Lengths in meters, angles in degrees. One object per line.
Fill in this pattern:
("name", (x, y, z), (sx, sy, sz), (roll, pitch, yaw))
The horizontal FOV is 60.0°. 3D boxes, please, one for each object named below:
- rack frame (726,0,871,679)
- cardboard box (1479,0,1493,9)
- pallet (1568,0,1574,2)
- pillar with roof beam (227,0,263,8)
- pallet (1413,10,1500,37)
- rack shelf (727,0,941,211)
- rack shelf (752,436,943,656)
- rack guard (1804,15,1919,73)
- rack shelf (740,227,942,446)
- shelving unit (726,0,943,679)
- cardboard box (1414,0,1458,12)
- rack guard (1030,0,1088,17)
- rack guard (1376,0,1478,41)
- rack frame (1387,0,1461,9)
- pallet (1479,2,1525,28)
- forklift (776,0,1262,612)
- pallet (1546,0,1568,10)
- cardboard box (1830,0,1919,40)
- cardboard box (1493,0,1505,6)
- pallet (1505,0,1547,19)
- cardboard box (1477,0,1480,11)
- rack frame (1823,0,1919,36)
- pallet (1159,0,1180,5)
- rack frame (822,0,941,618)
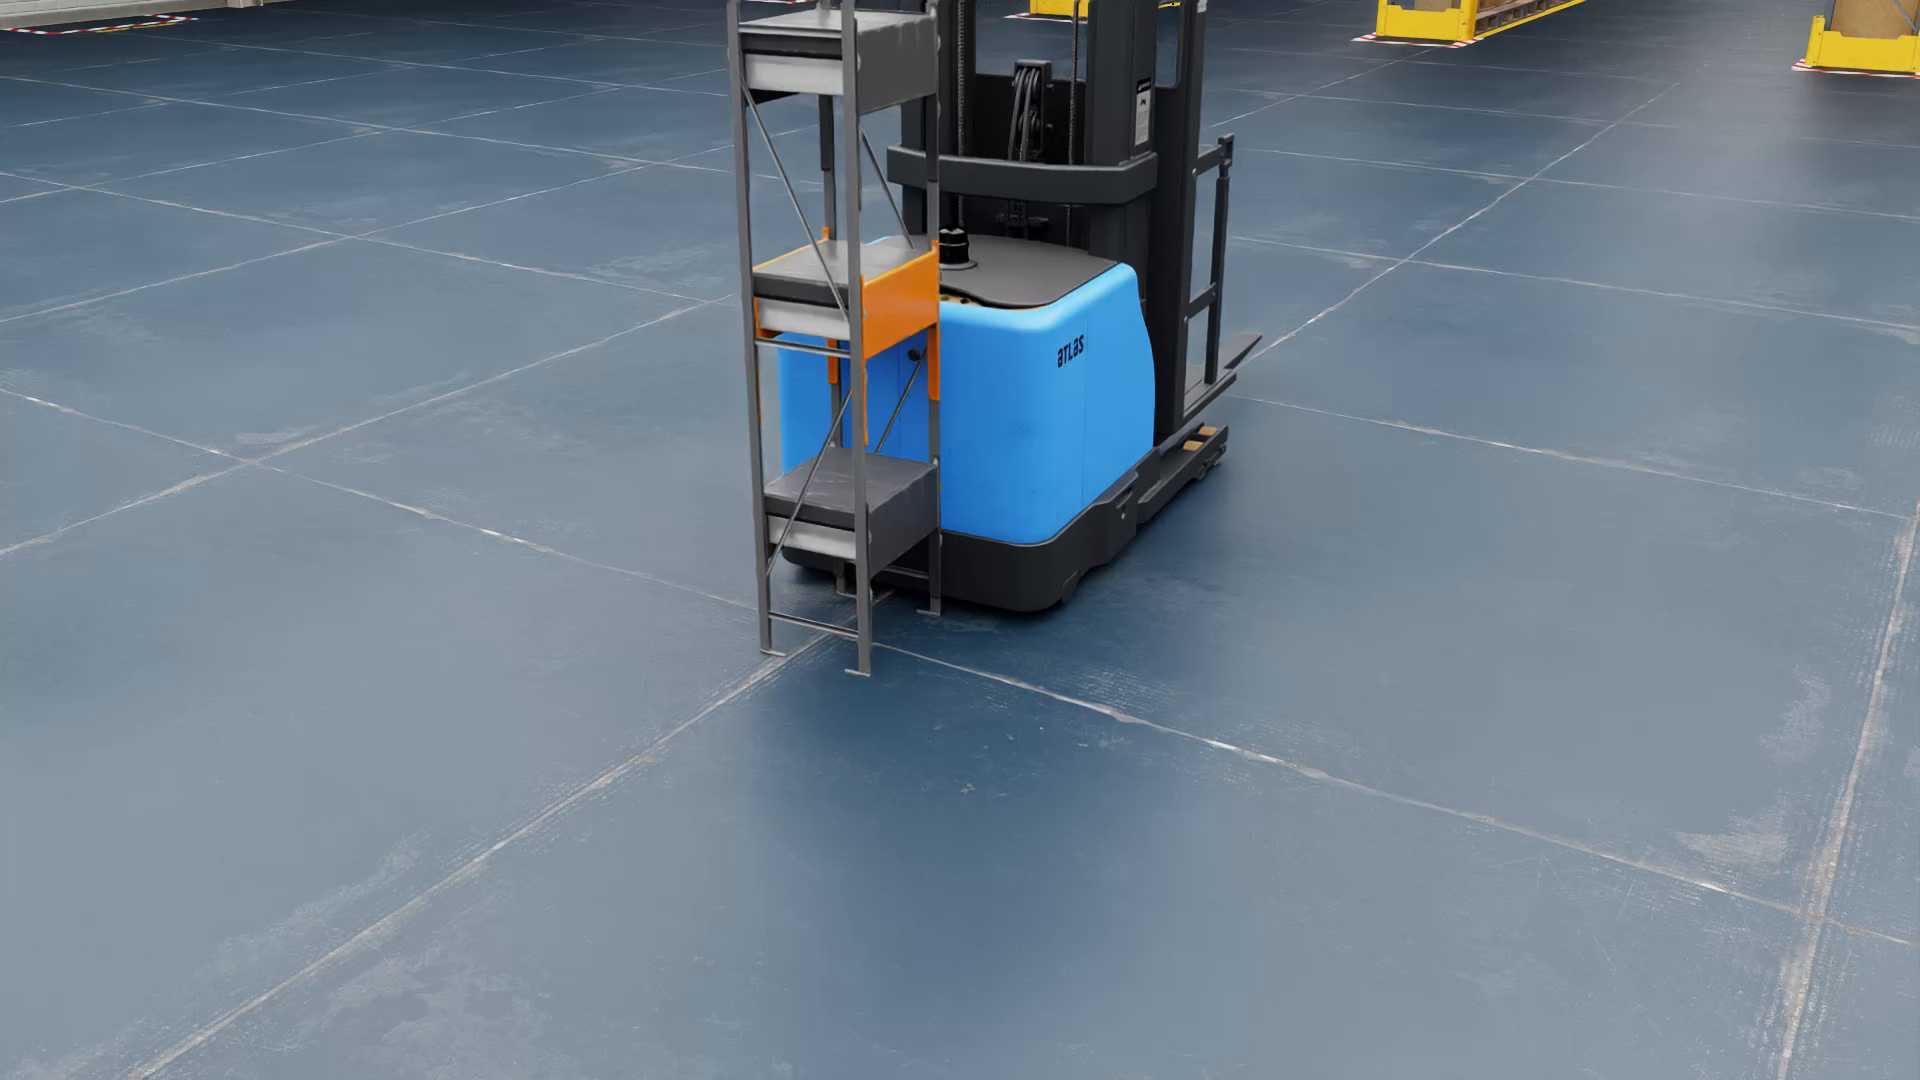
("rack frame", (-0.464, -0.562, 4.906), (0.400, 2.100, 0.015), (11, 26, 24))
("cardboard box", (6.733, -7.306, 21.969), (0.500, 0.500, 0.500), (17, 29, 34))
("pallet", (8.919, -8.384, 25.351), (1.003, 0.211, 1.213), (14, 27, 29))
("pillar with roof beam", (-6.741, -10.994, 20.320), (9.100, 9.000, 0.400), (14, 27, 29))
("pallet", (6.255, -6.650, 21.345), (1.003, 0.211, 1.213), (14, 27, 29))
("rack shelf", (-0.355, -1.279, 4.834), (0.431, 0.518, 0.480), (11, 26, 24))
("rack shelf", (-0.355, 0.006, 5.390), (0.431, 0.518, 0.480), (11, 26, 24))
("rack guard", (9.904, -5.408, 18.114), (1.175, 0.500, 0.348), (14, 27, 29))
("rack shelf", (-0.355, -0.637, 5.112), (0.431, 0.518, 0.480), (11, 26, 24))
("shelving unit", (-0.355, -0.649, 5.106), (0.431, 2.100, 0.503), (11, 26, 24))
("cardboard box", (6.100, -6.890, 21.007), (0.500, 0.500, 0.500), (20, 30, 38))
("rack guard", (1.549, -7.563, 23.092), (1.175, 0.500, 0.348), (14, 27, 29))
("rack guard", (5.797, -6.516, 20.671), (1.175, 0.500, 0.348), (14, 27, 29))
("rack frame", (5.757, -7.637, 20.116), (1.000, 3.000, 0.127), (14, 27, 29))
("pallet", (6.900, -7.060, 22.292), (1.003, 0.211, 1.213), (14, 27, 29))
("forklift", (0.472, -1.657, 6.388), (1.130, 2.935, 3.031), (11, 26, 24))
("pallet", (8.276, -7.970, 24.396), (1.003, 0.211, 1.213), (14, 27, 29))
("cardboard box", (10.219, -6.024, 18.535), (0.875, 0.875, 0.875), (14, 27, 29))
("cardboard box", (7.065, -7.485, 22.383), (0.500, 0.500, 0.500), (11, 26, 24))
("pallet", (7.542, -7.473, 23.247), (1.003, 0.211, 1.213), (14, 27, 29))
("cardboard box", (6.386, -7.099, 21.490), (0.500, 0.500, 0.500), (-20, 31, -39))
("rack frame", (9.917, -6.563, 17.636), (1.000, 3.000, 0.127), (14, 27, 29))
("pallet", (2.626, -8.114, 24.727), (1.003, 0.211, 1.213), (14, 27, 29))
("rack frame", (-0.246, -0.736, 5.307), (0.400, 2.100, 0.015), (11, 26, 24))
